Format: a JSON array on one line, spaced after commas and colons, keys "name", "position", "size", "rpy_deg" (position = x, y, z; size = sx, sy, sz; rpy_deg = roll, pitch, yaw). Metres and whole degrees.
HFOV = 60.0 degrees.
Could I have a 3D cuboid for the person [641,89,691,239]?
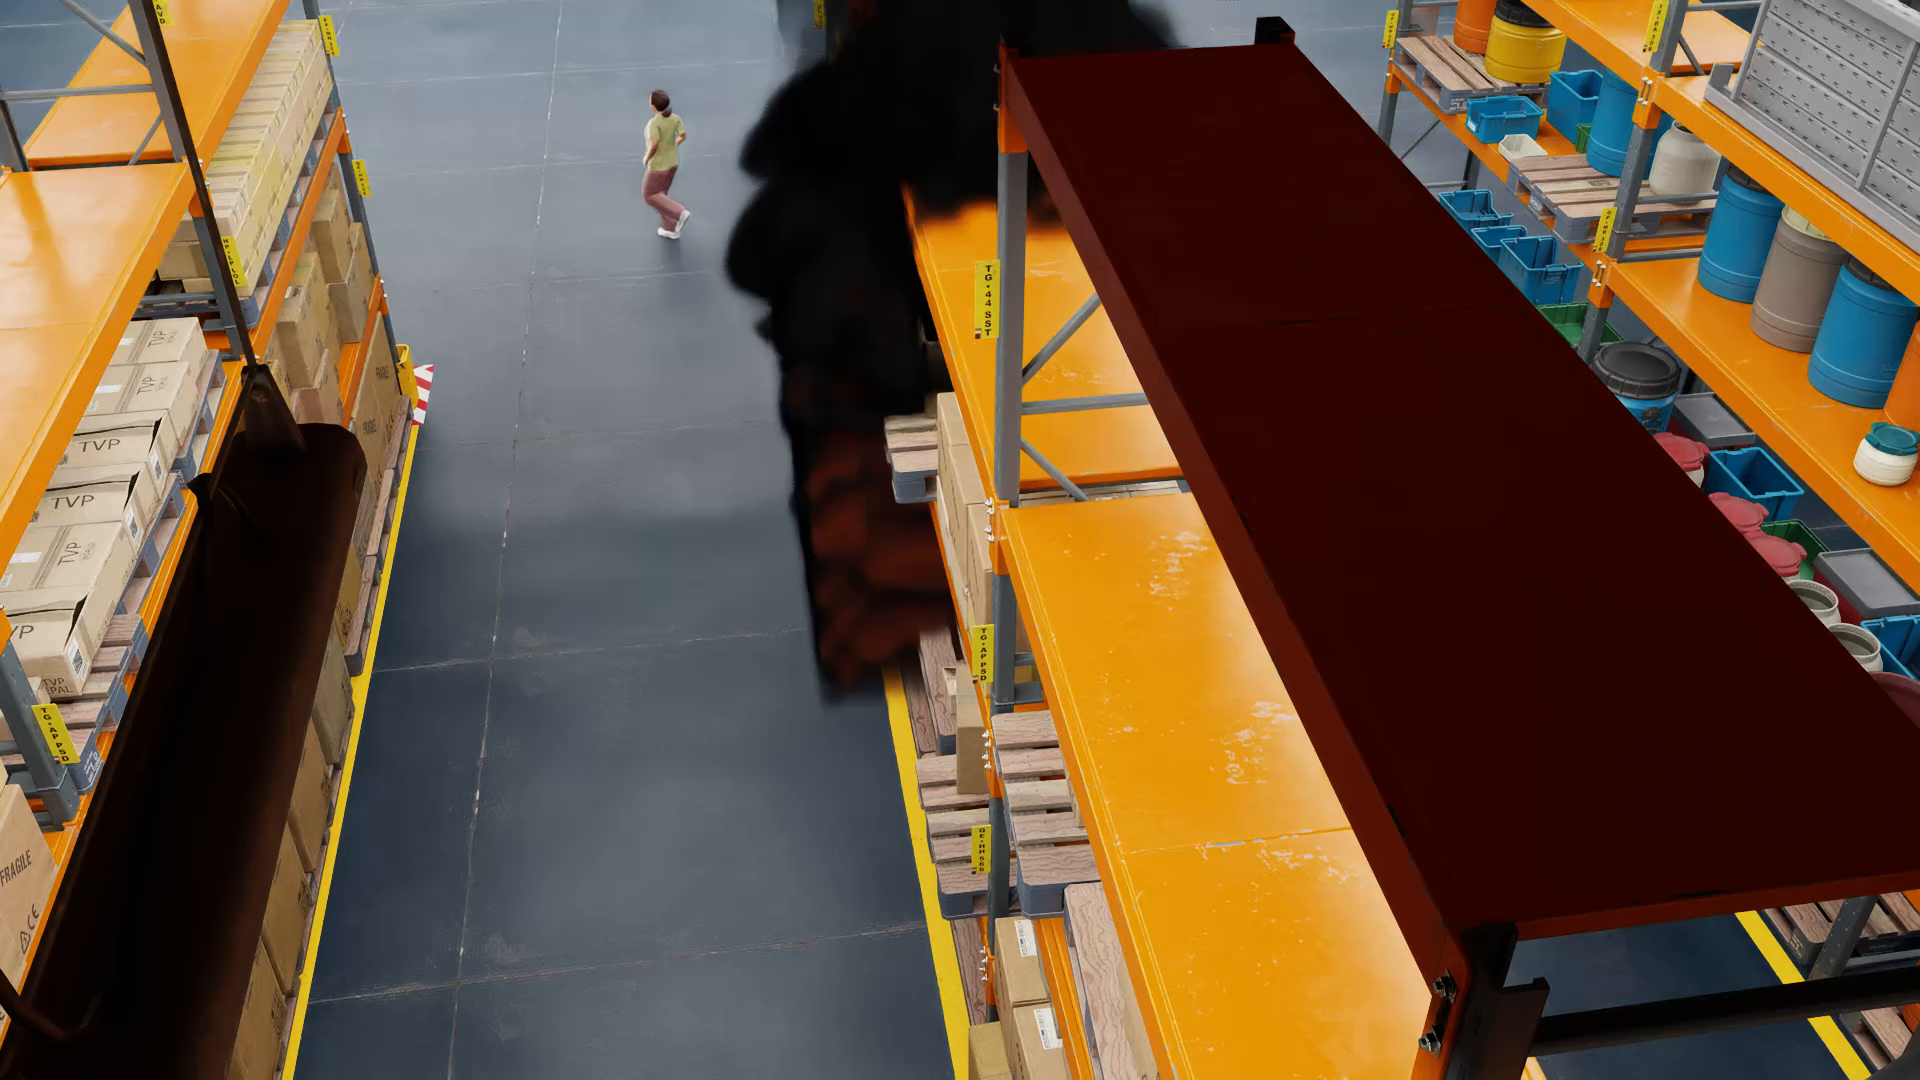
[{"name": "person", "position": [-3.107, -3.921, 17.429], "size": [0.495, 1.636, 0.580], "rpy_deg": [20, 41, 25]}]
